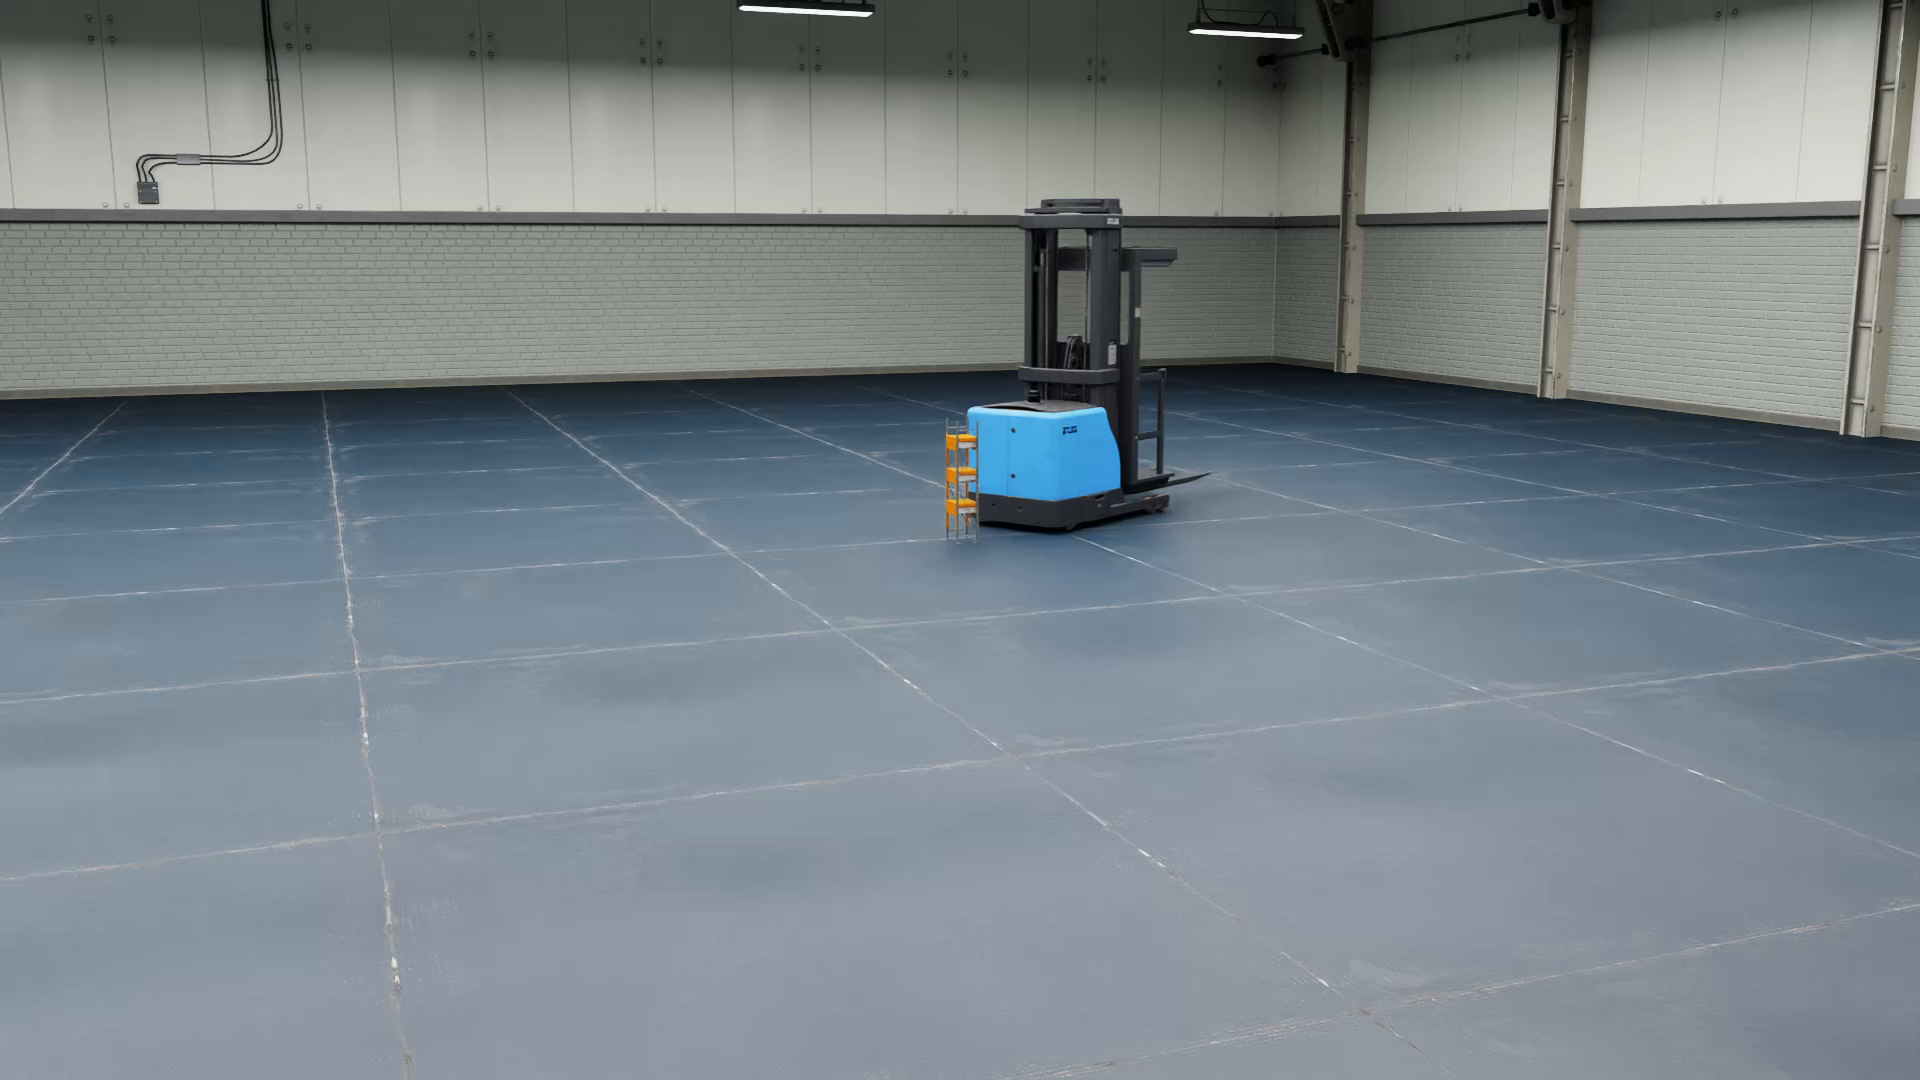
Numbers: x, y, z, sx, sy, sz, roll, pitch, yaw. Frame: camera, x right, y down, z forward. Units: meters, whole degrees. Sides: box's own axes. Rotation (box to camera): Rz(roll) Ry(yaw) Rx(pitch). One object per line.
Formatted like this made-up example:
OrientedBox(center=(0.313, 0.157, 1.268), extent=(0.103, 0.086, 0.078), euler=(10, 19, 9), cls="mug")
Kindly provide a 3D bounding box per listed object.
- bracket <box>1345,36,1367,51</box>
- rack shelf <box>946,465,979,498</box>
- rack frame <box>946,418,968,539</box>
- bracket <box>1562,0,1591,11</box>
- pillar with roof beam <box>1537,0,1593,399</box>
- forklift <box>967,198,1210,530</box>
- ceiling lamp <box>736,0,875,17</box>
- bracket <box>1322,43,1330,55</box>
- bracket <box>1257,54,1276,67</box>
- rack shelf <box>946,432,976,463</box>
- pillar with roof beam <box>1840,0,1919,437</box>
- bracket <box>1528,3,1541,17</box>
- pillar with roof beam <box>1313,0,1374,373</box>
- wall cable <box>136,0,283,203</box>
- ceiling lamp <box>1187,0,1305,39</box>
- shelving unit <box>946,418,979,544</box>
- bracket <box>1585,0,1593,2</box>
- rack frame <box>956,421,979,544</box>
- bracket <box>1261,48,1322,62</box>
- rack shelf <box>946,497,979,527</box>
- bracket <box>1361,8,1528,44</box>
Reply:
OrientedBox(center=(7.562, -9.479, 31.735), extent=(0.235, 0.232, 0.430), euler=(-4, 11, -21), cls="bracket")
OrientedBox(center=(0.019, -0.498, 14.281), extent=(0.215, 0.259, 0.240), euler=(-4, 11, -21), cls="rack shelf")
OrientedBox(center=(-0.025, -0.528, 14.391), extent=(0.200, 1.050, 0.008), euler=(-4, 11, -21), cls="rack frame")
OrientedBox(center=(9.736, -8.499, 26.229), extent=(0.235, 0.232, 0.430), euler=(-4, 11, -21), cls="bracket")
OrientedBox(center=(5.904, -6.544, 25.516), extent=(9.100, 9.000, 0.548), euler=(-4, 11, -21), cls="pillar with roof beam")
OrientedBox(center=(1.358, -1.736, 15.812), extent=(1.130, 2.935, 3.031), euler=(8, 13, 38), cls="forklift")
OrientedBox(center=(-2.322, -9.259, 24.112), extent=(2.000, 3.185, 0.800), euler=(-4, 11, -21), cls="ceiling lamp")
OrientedBox(center=(7.261, -9.614, 32.497), extent=(0.235, 0.232, 0.430), euler=(-4, 11, -21), cls="bracket")
OrientedBox(center=(6.402, -10.001, 34.672), extent=(0.235, 0.232, 0.430), euler=(-4, 11, -21), cls="bracket")
OrientedBox(center=(0.019, -0.777, 14.231), extent=(0.215, 0.259, 0.240), euler=(-4, 11, -21), cls="rack shelf")
OrientedBox(center=(8.078, -5.565, 20.010), extent=(9.100, 9.000, 0.400), euler=(-4, 11, -21), cls="pillar with roof beam")
OrientedBox(center=(9.435, -8.635, 26.991), extent=(0.235, 0.232, 0.430), euler=(-4, 11, -21), cls="bracket")
OrientedBox(center=(3.730, -7.524, 31.022), extent=(9.100, 9.000, 0.548), euler=(-4, 11, -21), cls="pillar with roof beam")
OrientedBox(center=(-12.598, -8.637, 27.569), extent=(2.305, 6.003, 0.169), euler=(-4, 11, -21), cls="wall cable")
OrientedBox(center=(4.519, -9.725, 26.731), extent=(2.000, 3.185, 0.800), euler=(-4, 11, -21), cls="ceiling lamp")
OrientedBox(center=(0.019, -0.508, 14.279), extent=(0.215, 1.050, 0.252), euler=(-4, 11, -21), cls="shelving unit")
OrientedBox(center=(10.670, -8.079, 23.865), extent=(0.076, 0.066, 4.783), euler=(-4, 11, -21), cls="bracket")
OrientedBox(center=(0.064, -0.488, 14.167), extent=(0.200, 1.050, 0.008), euler=(-4, 11, -21), cls="rack frame")
OrientedBox(center=(6.616, -9.905, 34.130), extent=(0.076, 0.066, 3.189), euler=(-4, 11, -21), cls="bracket")
OrientedBox(center=(0.019, -0.224, 14.330), extent=(0.215, 0.259, 0.240), euler=(-4, 11, -21), cls="rack shelf")
OrientedBox(center=(8.495, -9.058, 29.371), extent=(0.076, 0.066, 4.783), euler=(-4, 11, -21), cls="bracket")
